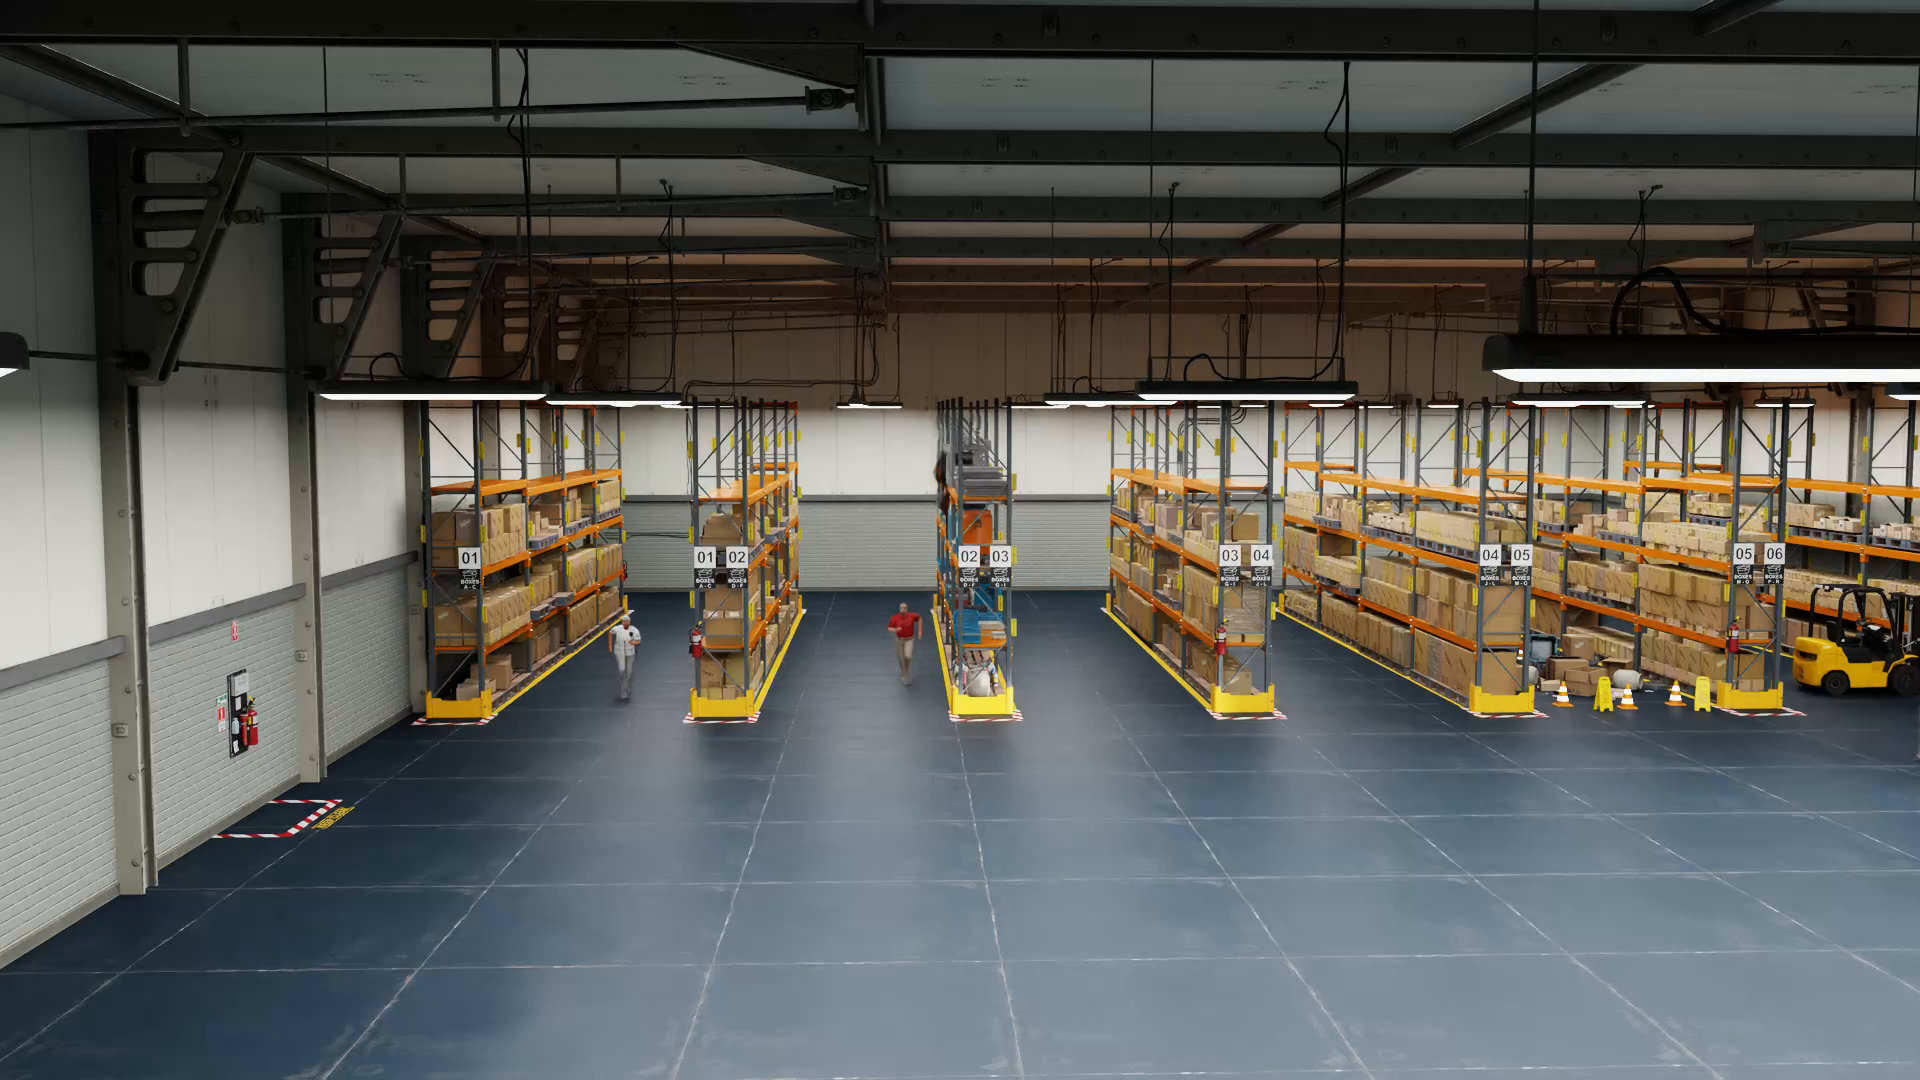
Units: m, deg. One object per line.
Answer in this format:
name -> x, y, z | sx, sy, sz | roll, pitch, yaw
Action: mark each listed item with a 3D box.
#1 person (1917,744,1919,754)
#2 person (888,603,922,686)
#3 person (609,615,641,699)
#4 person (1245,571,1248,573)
person -> 15.960, 2.892, 26.851 | 0.617, 1.615, 0.966 | -2, 5, -26
person -> -1.157, 2.181, 34.934 | 0.689, 1.753, 0.828 | 0, 4, 1
person -> -6.720, 2.328, 33.373 | 0.628, 1.688, 0.815 | -1, 5, -14
person -> 7.996, 1.228, 47.703 | 0.623, 1.744, 0.683 | 2, 5, 24
